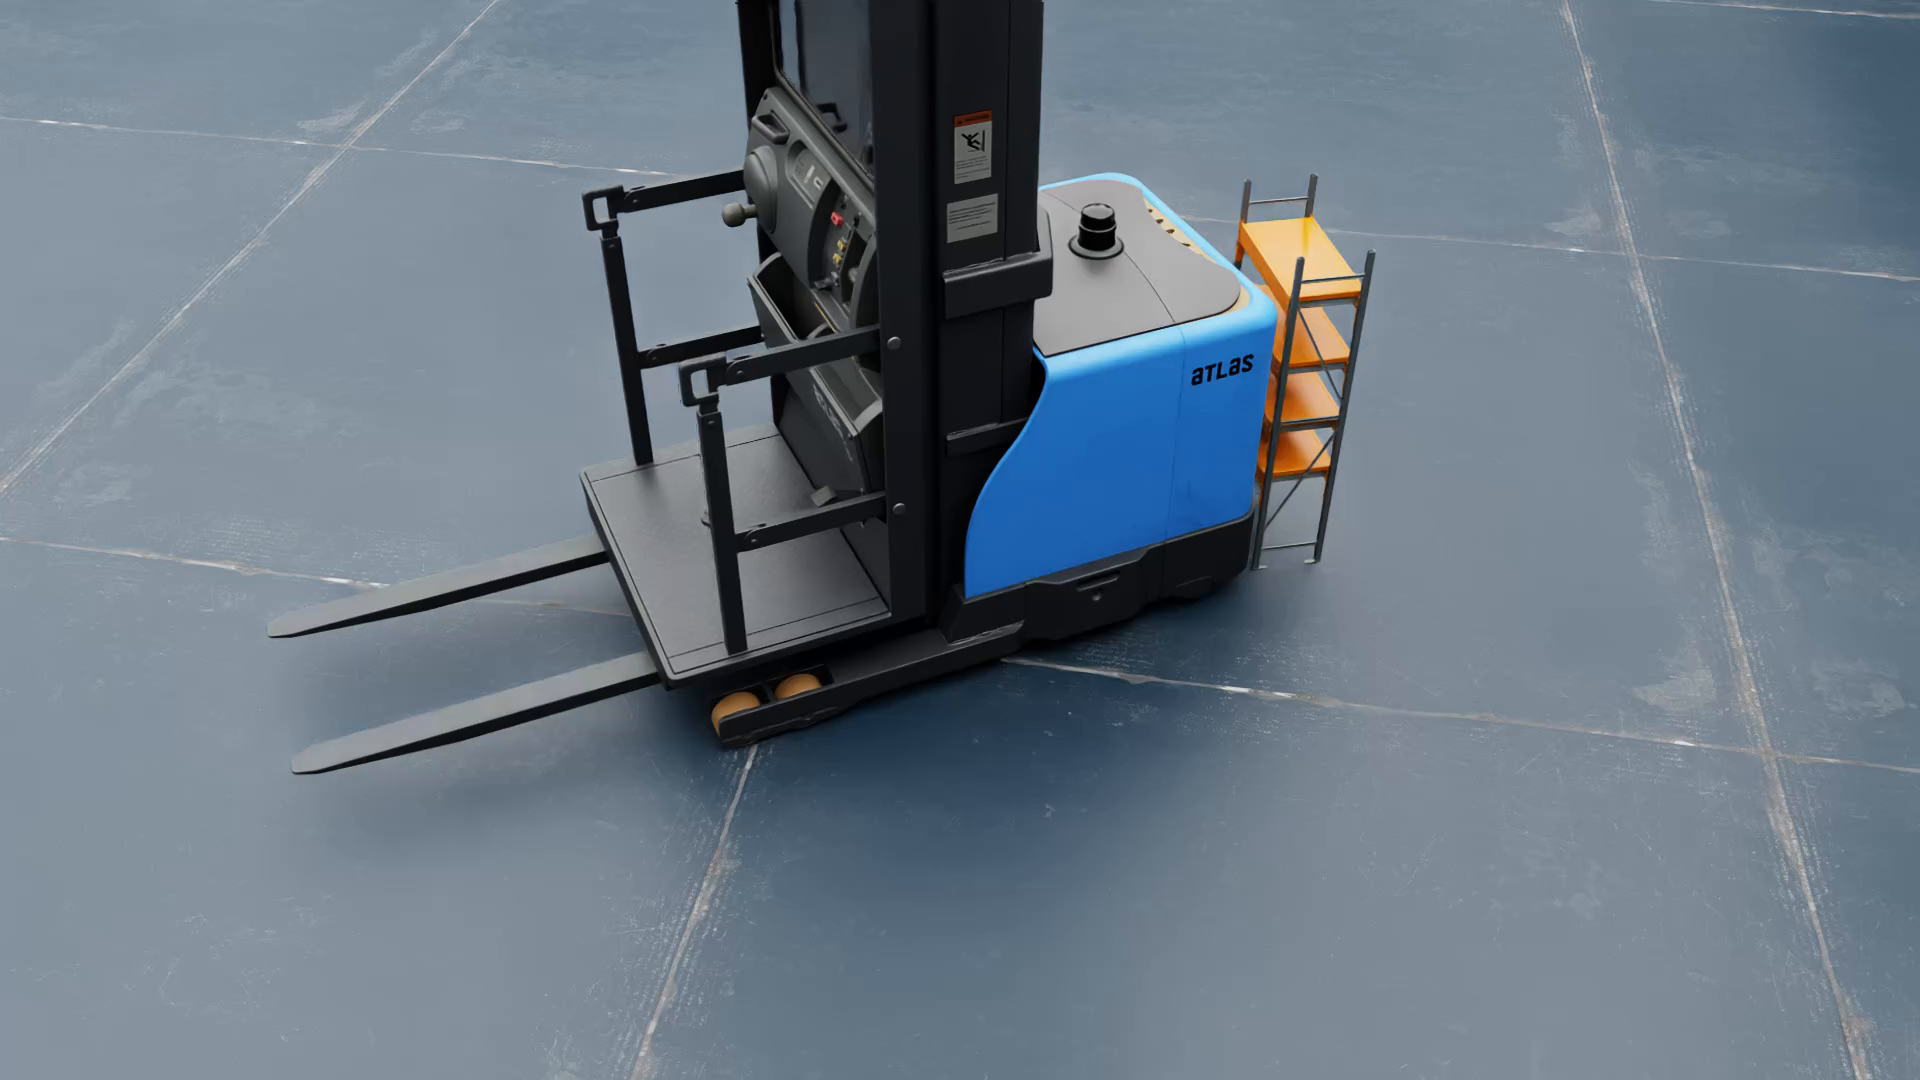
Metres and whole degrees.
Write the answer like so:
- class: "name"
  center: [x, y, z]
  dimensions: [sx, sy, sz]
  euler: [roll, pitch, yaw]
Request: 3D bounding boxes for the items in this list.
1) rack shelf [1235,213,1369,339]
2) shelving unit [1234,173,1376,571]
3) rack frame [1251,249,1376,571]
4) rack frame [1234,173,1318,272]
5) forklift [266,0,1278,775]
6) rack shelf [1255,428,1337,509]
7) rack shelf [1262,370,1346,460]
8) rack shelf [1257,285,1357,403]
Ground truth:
- class: "rack shelf"
  center: [1.060, -0.832, 5.198]
  dimensions: [0.258, 0.148, 0.480]
  euler: [-7, 40, -8]
- class: "shelving unit"
  center: [1.060, -0.529, 5.449]
  dimensions: [0.258, 1.200, 0.503]
  euler: [-7, 40, -8]
- class: "rack frame"
  center: [1.106, -0.377, 5.264]
  dimensions: [0.240, 1.200, 0.015]
  euler: [-7, 40, -8]
- class: "rack frame"
  center: [1.015, -0.682, 5.633]
  dimensions: [0.240, 1.200, 0.015]
  euler: [-7, 40, -8]
- class: "forklift"
  center: [-0.603, -0.893, 4.530]
  dimensions: [3.031, 2.935, 1.130]
  euler: [-16, 42, -18]
- class: "rack shelf"
  center: [1.060, -0.324, 5.618]
  dimensions: [0.258, 0.148, 0.480]
  euler: [-7, 40, -8]
- class: "rack shelf"
  center: [1.060, -0.477, 5.491]
  dimensions: [0.258, 0.148, 0.480]
  euler: [-7, 40, -8]
- class: "rack shelf"
  center: [1.060, -0.650, 5.349]
  dimensions: [0.258, 0.148, 0.480]
  euler: [-7, 40, -8]
